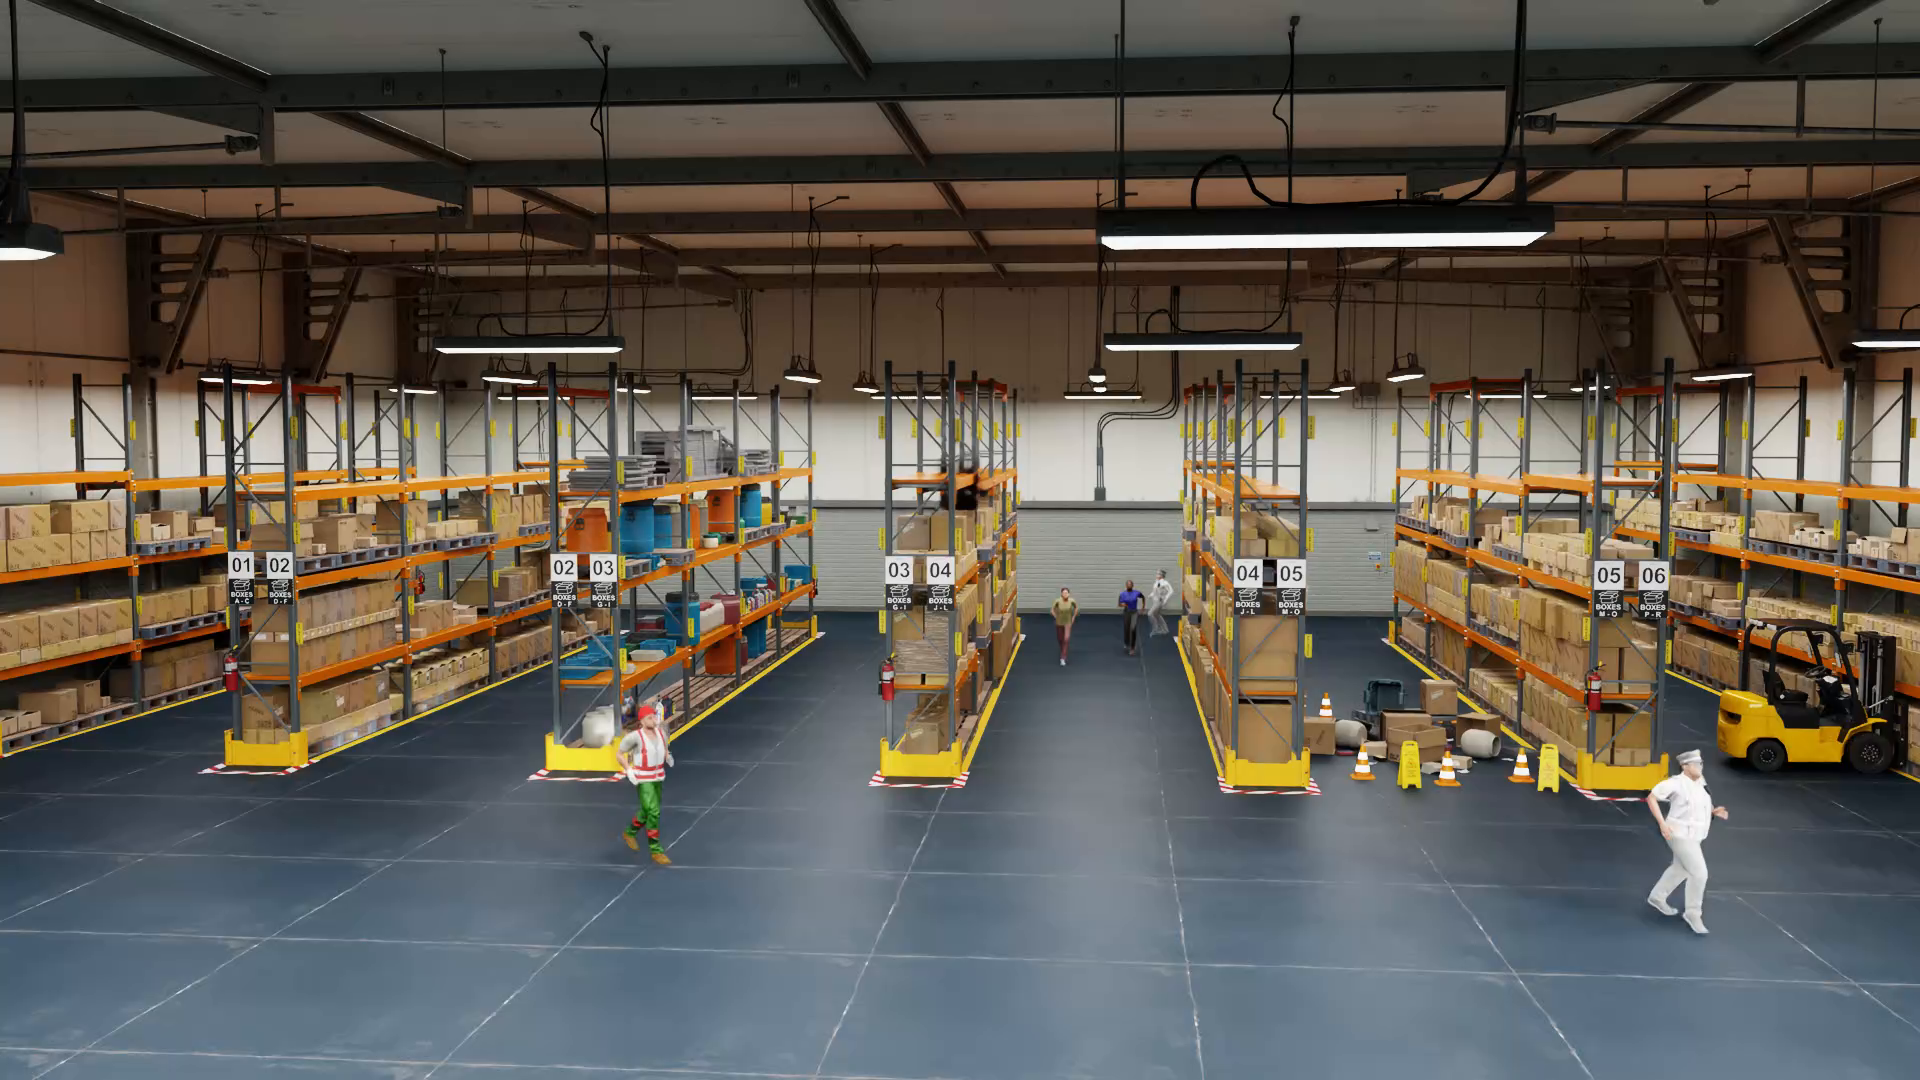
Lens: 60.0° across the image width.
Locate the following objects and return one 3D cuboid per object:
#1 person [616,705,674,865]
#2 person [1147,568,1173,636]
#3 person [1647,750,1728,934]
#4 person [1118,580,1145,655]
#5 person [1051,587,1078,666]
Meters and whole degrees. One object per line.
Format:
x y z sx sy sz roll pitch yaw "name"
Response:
-3.638 2.808 19.344 0.900 1.796 0.641 3 5 37 "person"
4.857 1.526 40.430 0.642 1.683 0.673 -1 4 -15 "person"
7.359 3.024 16.863 0.643 1.853 0.802 -3 5 -41 "person"
3.844 1.821 37.314 0.588 1.513 0.875 1 4 12 "person"
2.253 1.835 35.901 0.580 1.658 1.052 0 4 6 "person"
